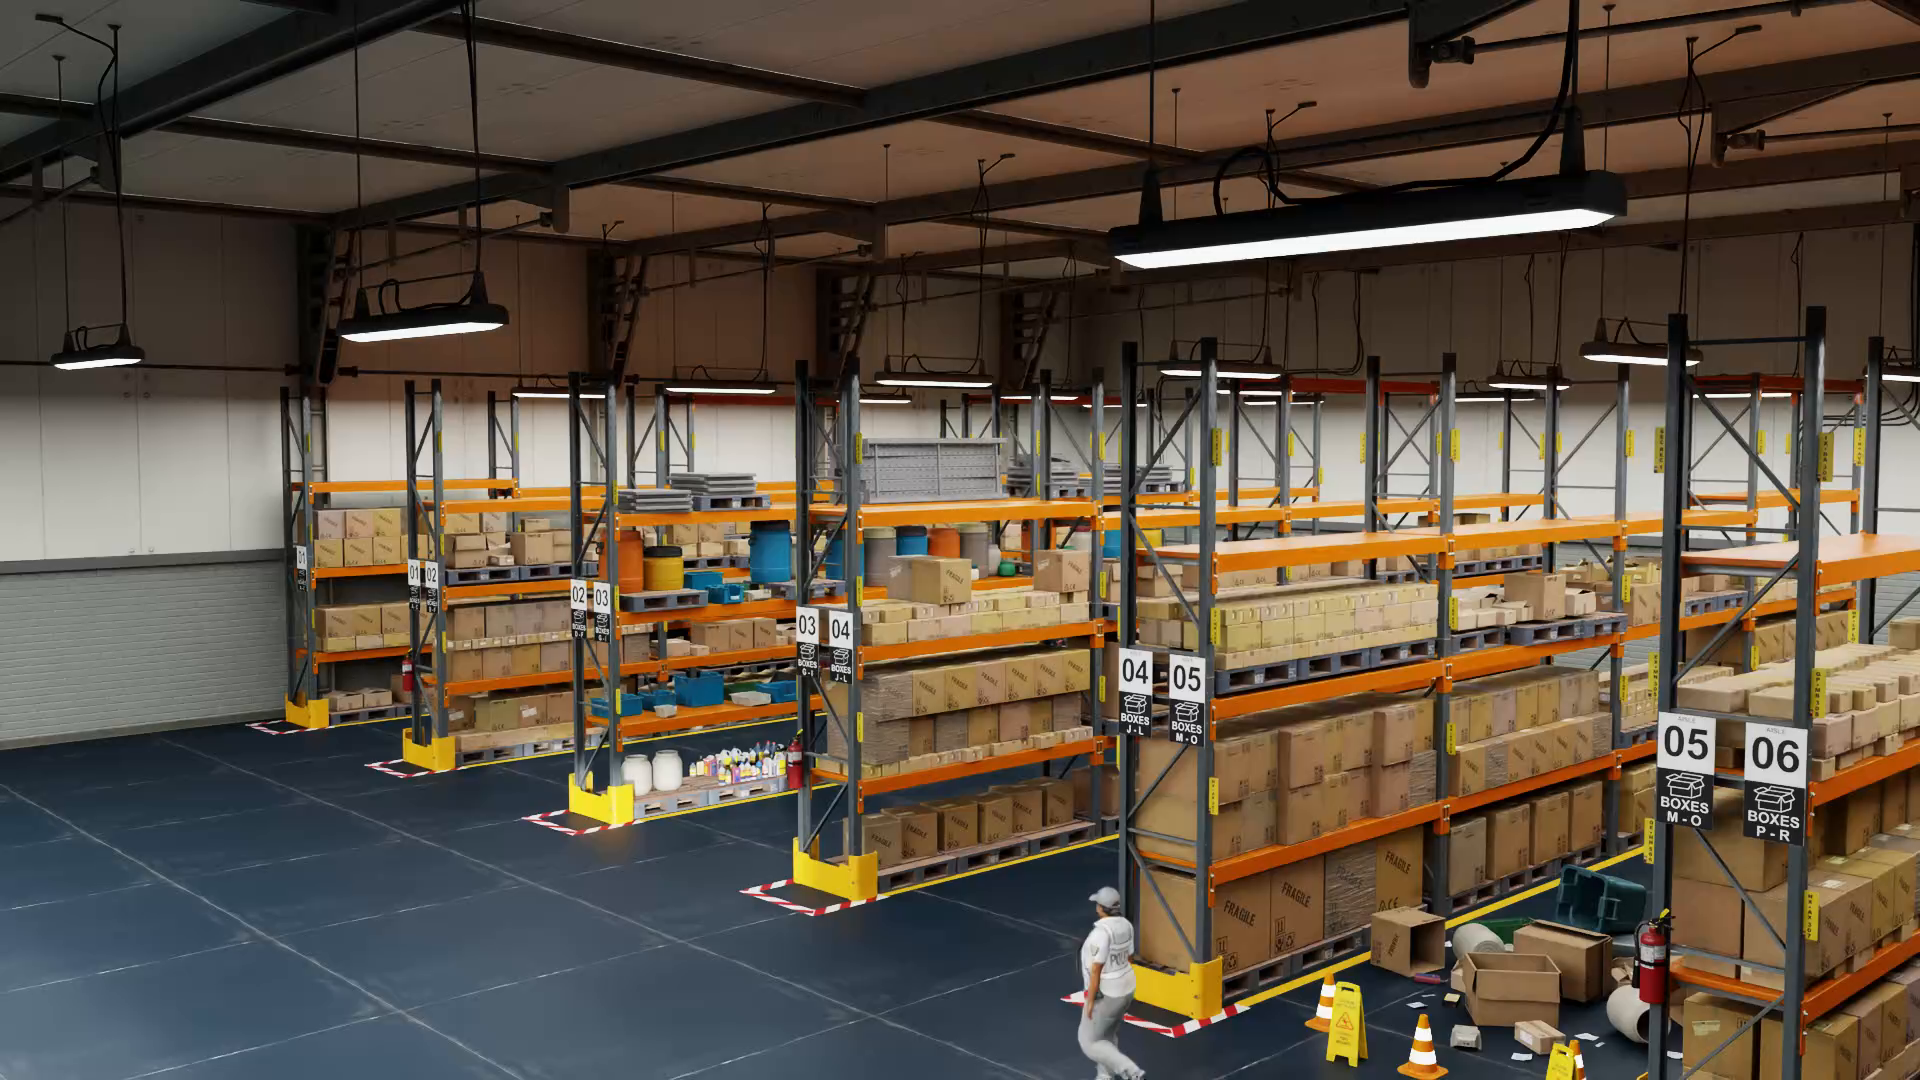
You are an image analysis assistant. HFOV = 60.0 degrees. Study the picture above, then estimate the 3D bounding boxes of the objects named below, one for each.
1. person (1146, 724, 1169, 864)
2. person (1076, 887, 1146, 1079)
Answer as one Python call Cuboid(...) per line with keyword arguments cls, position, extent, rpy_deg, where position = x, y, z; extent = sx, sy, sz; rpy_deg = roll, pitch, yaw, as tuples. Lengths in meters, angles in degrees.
Cuboid(cls="person", position=(2.410, 3.068, 20.081), extent=(0.472, 1.673, 0.462), rpy_deg=(1, 4, 19))
Cuboid(cls="person", position=(1.162, 3.506, 12.819), extent=(0.575, 1.654, 0.470), rpy_deg=(2, 4, 26))
